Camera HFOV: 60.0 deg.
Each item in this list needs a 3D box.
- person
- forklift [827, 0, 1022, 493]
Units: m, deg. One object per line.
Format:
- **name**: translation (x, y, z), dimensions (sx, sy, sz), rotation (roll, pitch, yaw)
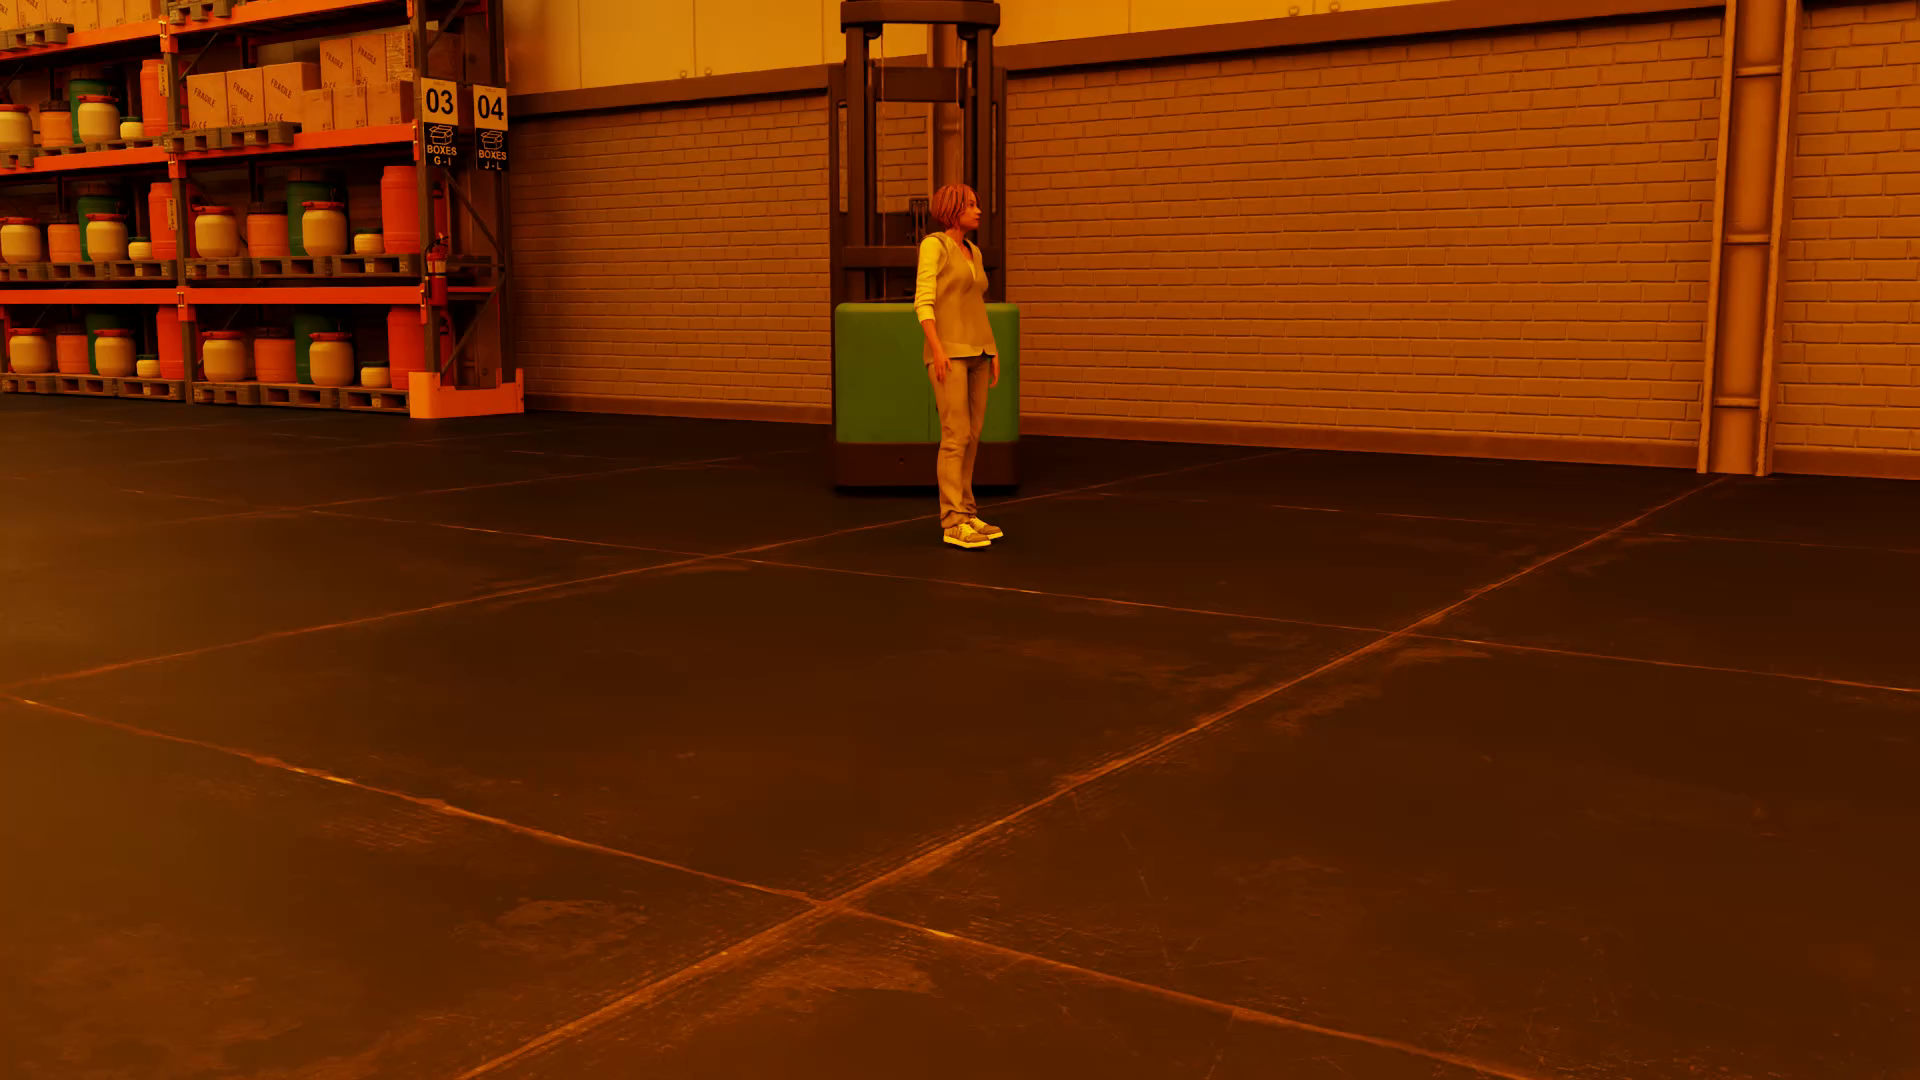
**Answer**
- **person**: translation (0.053, -0.791, 7.437), dimensions (0.474, 1.598, 0.519), rotation (5, 10, 34)
- **forklift**: translation (-0.279, -1.892, 10.496), dimensions (1.130, 2.935, 3.031), rotation (-1, 8, -4)
